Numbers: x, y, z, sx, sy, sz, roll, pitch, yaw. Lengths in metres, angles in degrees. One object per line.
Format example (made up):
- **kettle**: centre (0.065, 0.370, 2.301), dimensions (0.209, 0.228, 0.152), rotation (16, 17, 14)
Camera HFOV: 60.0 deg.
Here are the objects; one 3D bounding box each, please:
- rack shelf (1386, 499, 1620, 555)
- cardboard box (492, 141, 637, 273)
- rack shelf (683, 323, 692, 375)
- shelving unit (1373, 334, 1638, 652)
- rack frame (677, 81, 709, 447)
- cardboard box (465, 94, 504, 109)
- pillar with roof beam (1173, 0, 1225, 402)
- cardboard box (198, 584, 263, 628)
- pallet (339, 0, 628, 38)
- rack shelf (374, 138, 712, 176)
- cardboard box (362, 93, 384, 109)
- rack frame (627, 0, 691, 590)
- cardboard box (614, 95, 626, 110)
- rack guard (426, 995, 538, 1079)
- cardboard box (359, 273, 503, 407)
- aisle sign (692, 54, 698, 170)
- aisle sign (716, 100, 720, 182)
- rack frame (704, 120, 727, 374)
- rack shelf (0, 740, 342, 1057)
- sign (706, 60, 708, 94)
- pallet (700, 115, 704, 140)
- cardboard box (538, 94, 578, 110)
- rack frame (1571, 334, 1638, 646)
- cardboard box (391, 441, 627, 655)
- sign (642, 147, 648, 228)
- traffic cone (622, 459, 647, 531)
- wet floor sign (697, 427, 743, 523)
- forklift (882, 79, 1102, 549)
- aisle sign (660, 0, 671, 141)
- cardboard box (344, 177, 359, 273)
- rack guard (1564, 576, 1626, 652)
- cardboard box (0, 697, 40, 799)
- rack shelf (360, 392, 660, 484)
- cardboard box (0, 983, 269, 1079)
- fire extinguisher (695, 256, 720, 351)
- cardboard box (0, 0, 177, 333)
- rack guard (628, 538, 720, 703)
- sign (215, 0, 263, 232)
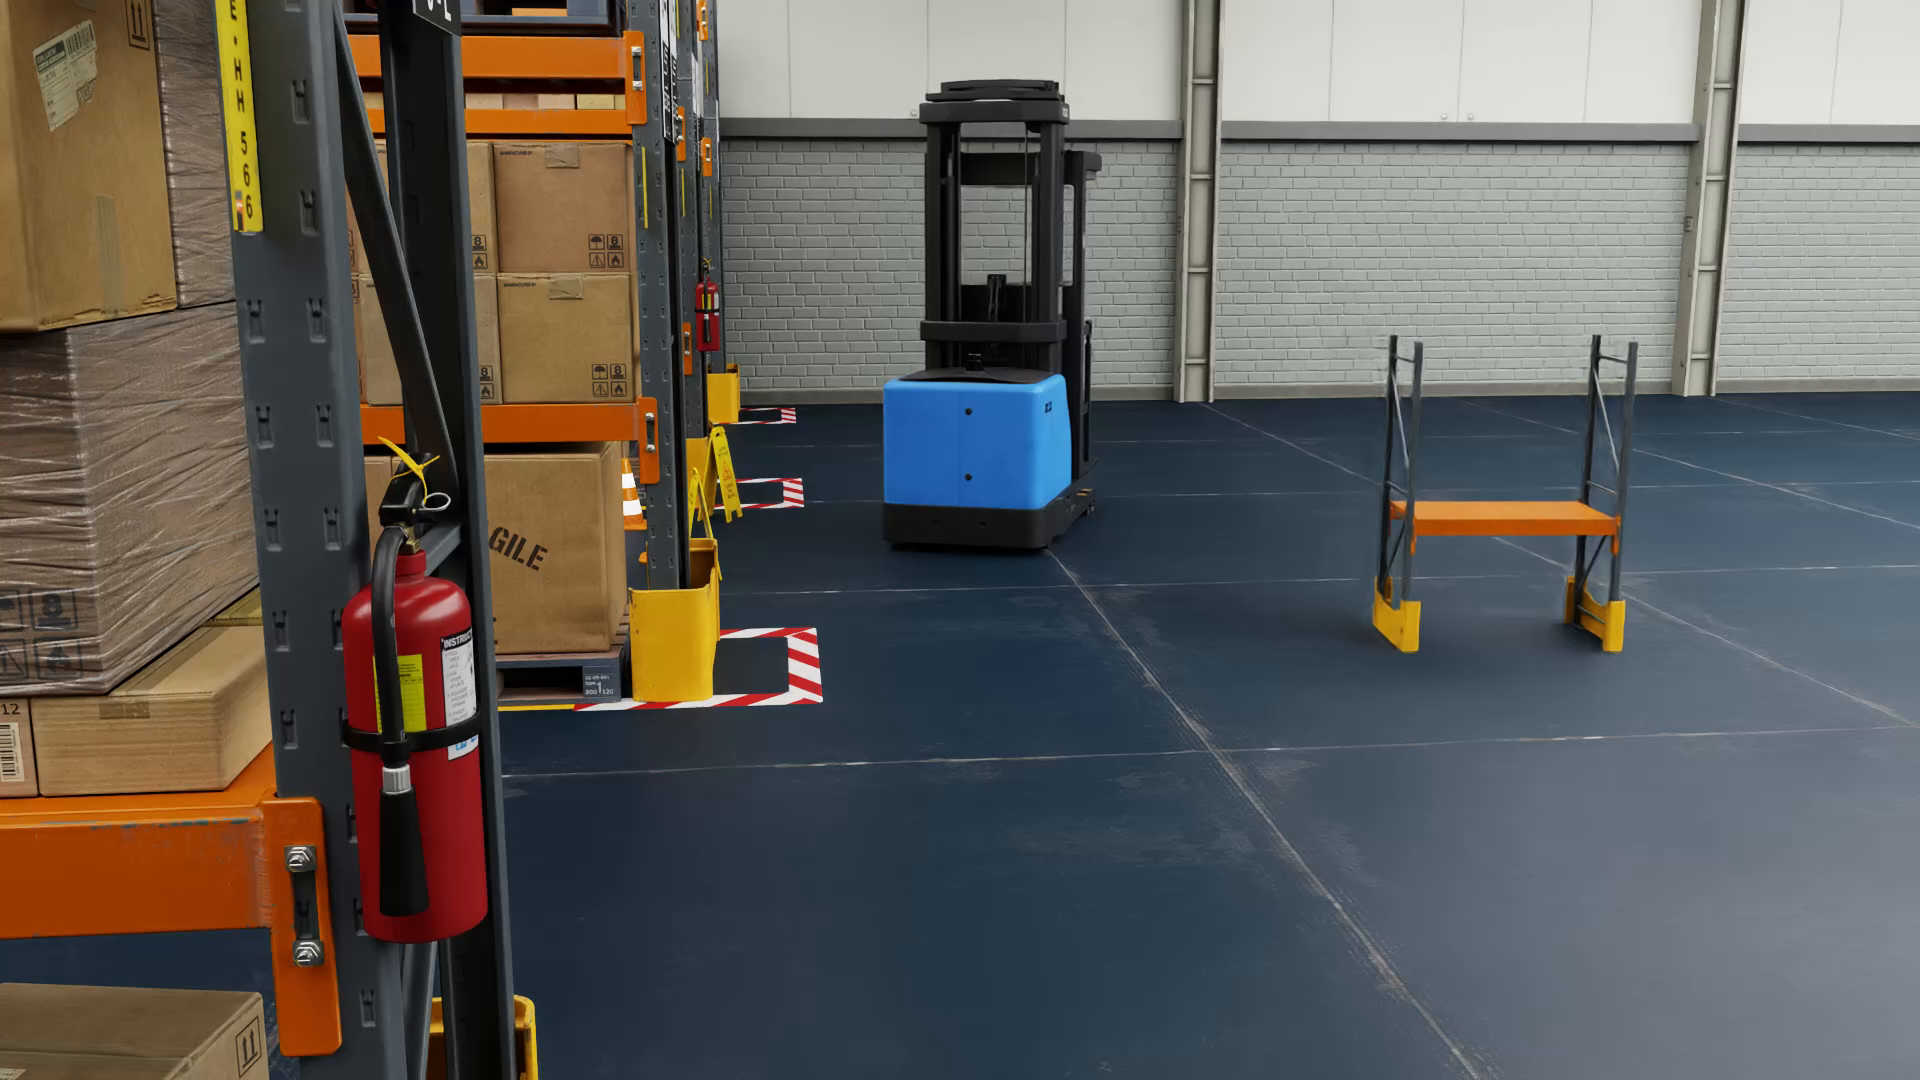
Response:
- **rack shelf**: centre (2.677, -0.070, 8.267), dimensions (1.000, 0.185, 0.538), rotation (0, 11, 0)
- **cardboard box**: centre (-1.720, -1.478, 7.423), dimensions (0.550, 0.550, 0.875), rotation (-1, 11, -6)
- **rack shelf**: centre (-3.970, -1.428, 12.218), dimensions (4.000, 0.370, 1.077), rotation (-1, 11, -6)
- **shelving unit**: centre (2.686, -0.246, 8.233), dimensions (1.083, 1.500, 0.587), rotation (0, 11, 0)
- **rack frame**: centre (-1.982, -1.822, 12.361), dimensions (0.127, 3.000, 1.000), rotation (-1, 11, -6)
- **cardboard box**: centre (-3.320, -3.092, 11.697), dimensions (0.250, 0.149, 0.380), rotation (-1, 11, -7)
- **pillar with roof beam**: centre (3.118, -5.175, 13.866), dimensions (0.400, 9.000, 9.100), rotation (-1, 11, -6)
- **cardboard box**: centre (-1.221, 0.162, 2.921), dimensions (0.250, 0.149, 0.380), rotation (-1, 11, -6)
- **pallet**: centre (-2.083, -2.286, 7.173), dimensions (1.213, 0.211, 1.003), rotation (-1, 11, -6)
- **rack shelf**: centre (-4.510, -3.851, 16.771), dimensions (4.000, 0.370, 1.077), rotation (-1, 11, -6)
- **cardboard box**: centre (-4.087, -3.079, 11.629), dimensions (0.250, 0.149, 0.380), rotation (-1, 11, -6)
- **rack frame**: centre (-1.347, -0.875, 7.543), dimensions (0.127, 3.000, 1.000), rotation (-1, 11, -6)
- **cardboard box**: centre (-2.307, -3.110, 11.785), dimensions (0.250, 0.149, 0.380), rotation (-1, 11, -6)
- **rack guard**: centre (-0.987, 1.306, 2.927), dimensions (0.348, 0.500, 1.175), rotation (-1, 11, -6)
- **cardboard box**: centre (-2.255, -0.917, 7.366), dimensions (0.550, 0.550, 0.875), rotation (-1, 11, -6)
- **aisle sign**: centre (-1.889, -3.043, 11.834), dimensions (0.004, 0.787, 0.394), rotation (-1, 11, -6)
- **aisle sign**: centre (-2.425, -3.995, 16.672), dimensions (0.004, 0.787, 0.394), rotation (-1, 11, -6)
- **rack frame**: centre (-2.522, -2.774, 17.203), dimensions (0.127, 3.000, 1.000), rotation (-1, 11, -6)
- **rack shelf**: centre (-2.900, 0.473, 2.551), dimensions (4.000, 0.370, 1.077), rotation (-1, 11, -6)
- **sign**: centre (-2.477, -4.537, 16.305), dimensions (0.005, 0.325, 0.100), rotation (-1, 11, -6)
- **pallet**: centre (-3.228, -4.193, 16.872), dimensions (1.213, 0.211, 1.003), rotation (-1, 11, -6)
- **cardboard box**: centre (-2.818, -3.099, 11.732), dimensions (0.250, 0.149, 0.380), rotation (-1, 11, -4)
- **rack frame**: centre (3.185, -0.247, 8.235), dimensions (0.032, 1.500, 0.500), rotation (0, 11, 0)
- **cardboard box**: centre (-2.014, -0.012, 7.571), dimensions (0.875, 0.875, 0.875), rotation (-1, 11, -6)
- **sign**: centre (-1.302, -1.455, 6.878), dimensions (0.005, 0.325, 0.100), rotation (-1, 11, -6)
- **traffic cone**: centre (-2.270, -0.321, 11.302), dimensions (0.334, 0.463, 0.336), rotation (-1, 11, -6)
- **wet floor sign**: centre (-1.678, -0.466, 11.564), dimensions (0.232, 0.644, 0.267), rotation (3, 11, 14)
- **forklift**: centre (0.360, -1.619, 11.507), dimensions (1.130, 2.935, 3.031), rotation (3, 11, 14)
- **aisle sign**: centre (-1.244, -2.095, 7.007), dimensions (0.004, 0.787, 0.394), rotation (-1, 11, -6)
- **cardboard box**: centre (-2.828, -1.463, 7.348), dimensions (0.550, 0.550, 0.875), rotation (-1, 11, -6)
- **rack guard**: centre (3.184, 0.366, 8.356), dimensions (0.087, 0.250, 0.587), rotation (0, 11, 0)
- **cardboard box**: centre (-1.422, 0.252, 2.461), dimensions (0.250, 0.149, 0.380), rotation (-1, 11, -6)
- **rack shelf**: centre (-3.335, -0.480, 7.401), dimensions (4.000, 0.370, 1.077), rotation (-1, 11, -6)
- **cardboard box**: centre (-1.534, 1.109, 2.845), dimensions (0.500, 0.500, 0.500), rotation (1, 11, 4)
- **fire extinguisher**: centre (-1.818, -1.698, 11.931), dimensions (0.183, 0.674, 0.296), rotation (-1, 11, -6)
- **cardboard box**: centre (-1.432, -0.549, 2.260), dimensions (0.500, 0.500, 0.500), rotation (-1, 11, -6)
- **rack guard**: centre (-1.323, 0.351, 7.787), dimensions (0.348, 0.500, 1.175), rotation (-1, 11, -6)
- **sign**: centre (-0.872, -0.538, 2.008), dimensions (0.005, 0.325, 0.100), rotation (-1, 11, -6)
